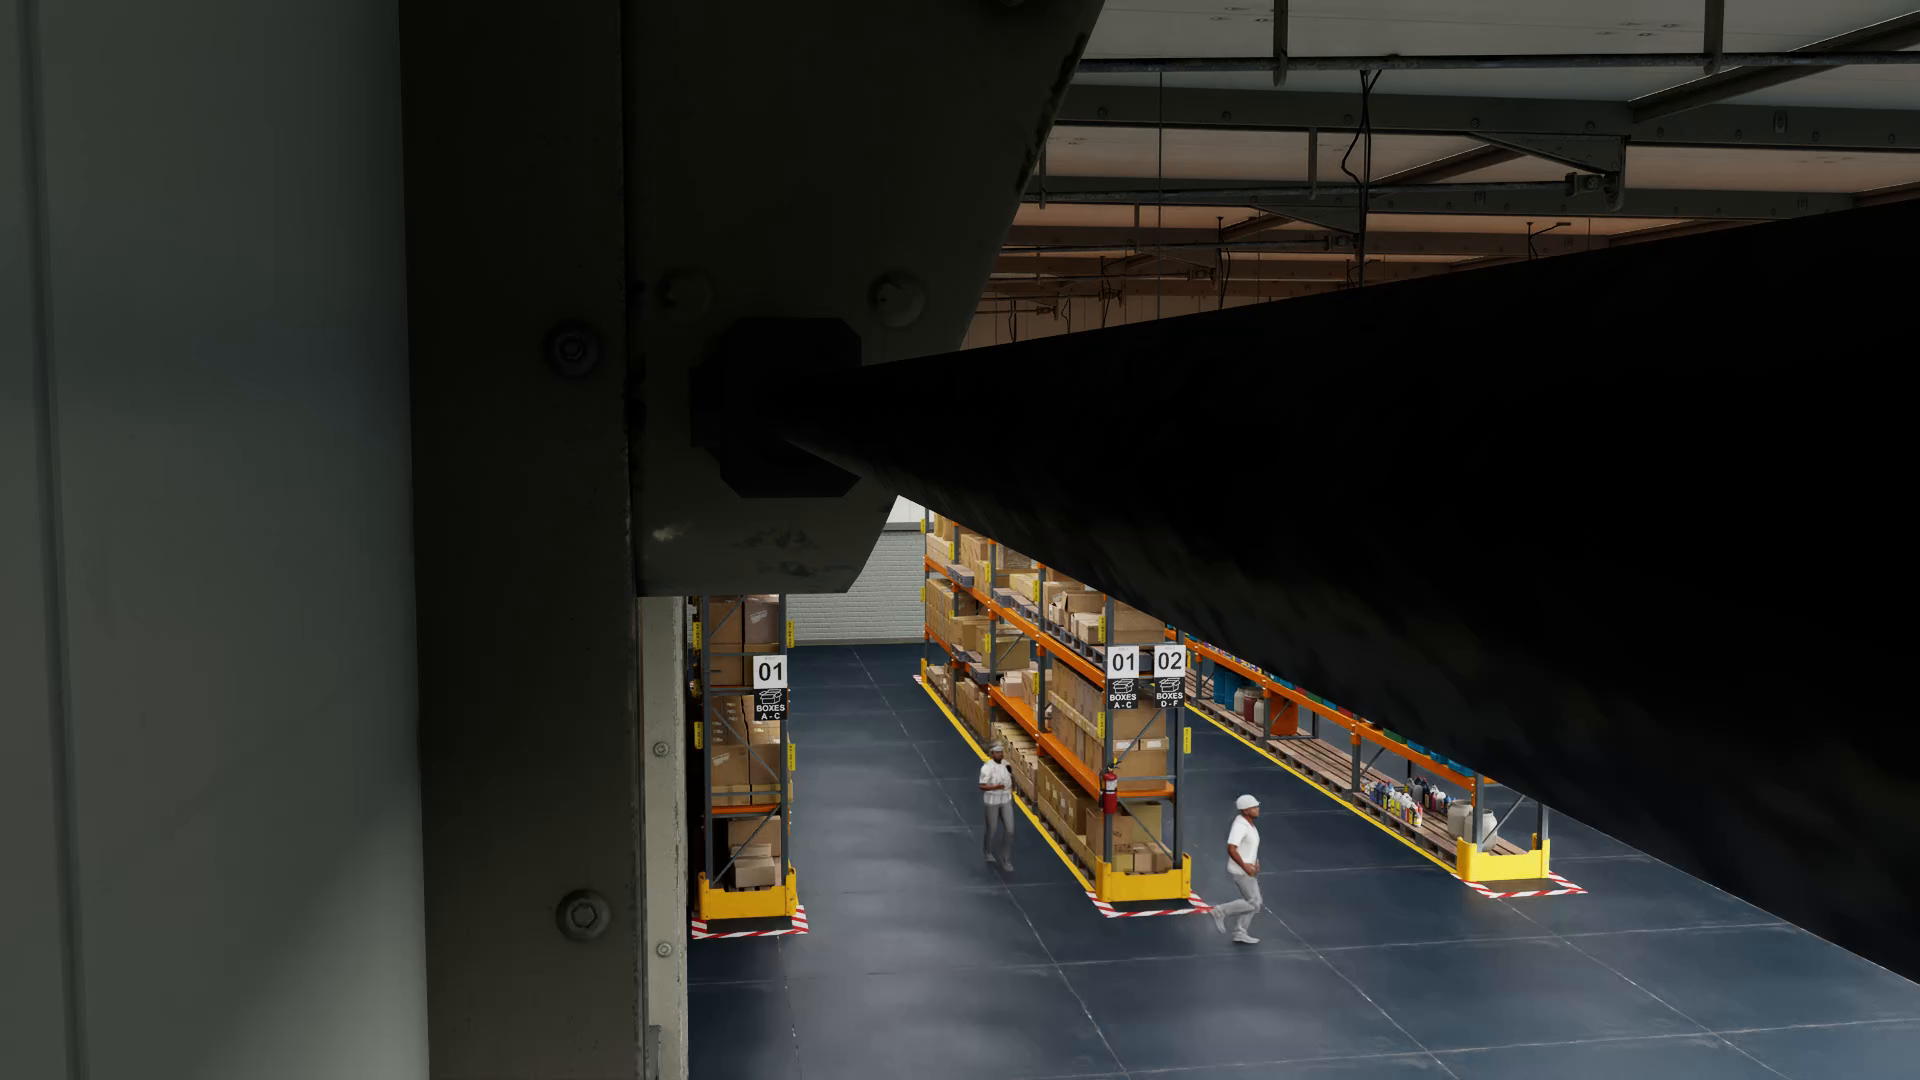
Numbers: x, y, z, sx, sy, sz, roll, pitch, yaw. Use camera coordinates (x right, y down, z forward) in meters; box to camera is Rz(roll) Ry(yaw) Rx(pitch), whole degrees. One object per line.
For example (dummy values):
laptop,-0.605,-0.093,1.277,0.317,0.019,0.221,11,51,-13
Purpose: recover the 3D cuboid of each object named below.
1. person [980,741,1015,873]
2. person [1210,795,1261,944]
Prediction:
person,0.510,3.538,22.169,0.556,1.756,0.714,-2,5,-20
person,3.188,3.793,19.211,0.575,1.730,0.694,1,5,10
